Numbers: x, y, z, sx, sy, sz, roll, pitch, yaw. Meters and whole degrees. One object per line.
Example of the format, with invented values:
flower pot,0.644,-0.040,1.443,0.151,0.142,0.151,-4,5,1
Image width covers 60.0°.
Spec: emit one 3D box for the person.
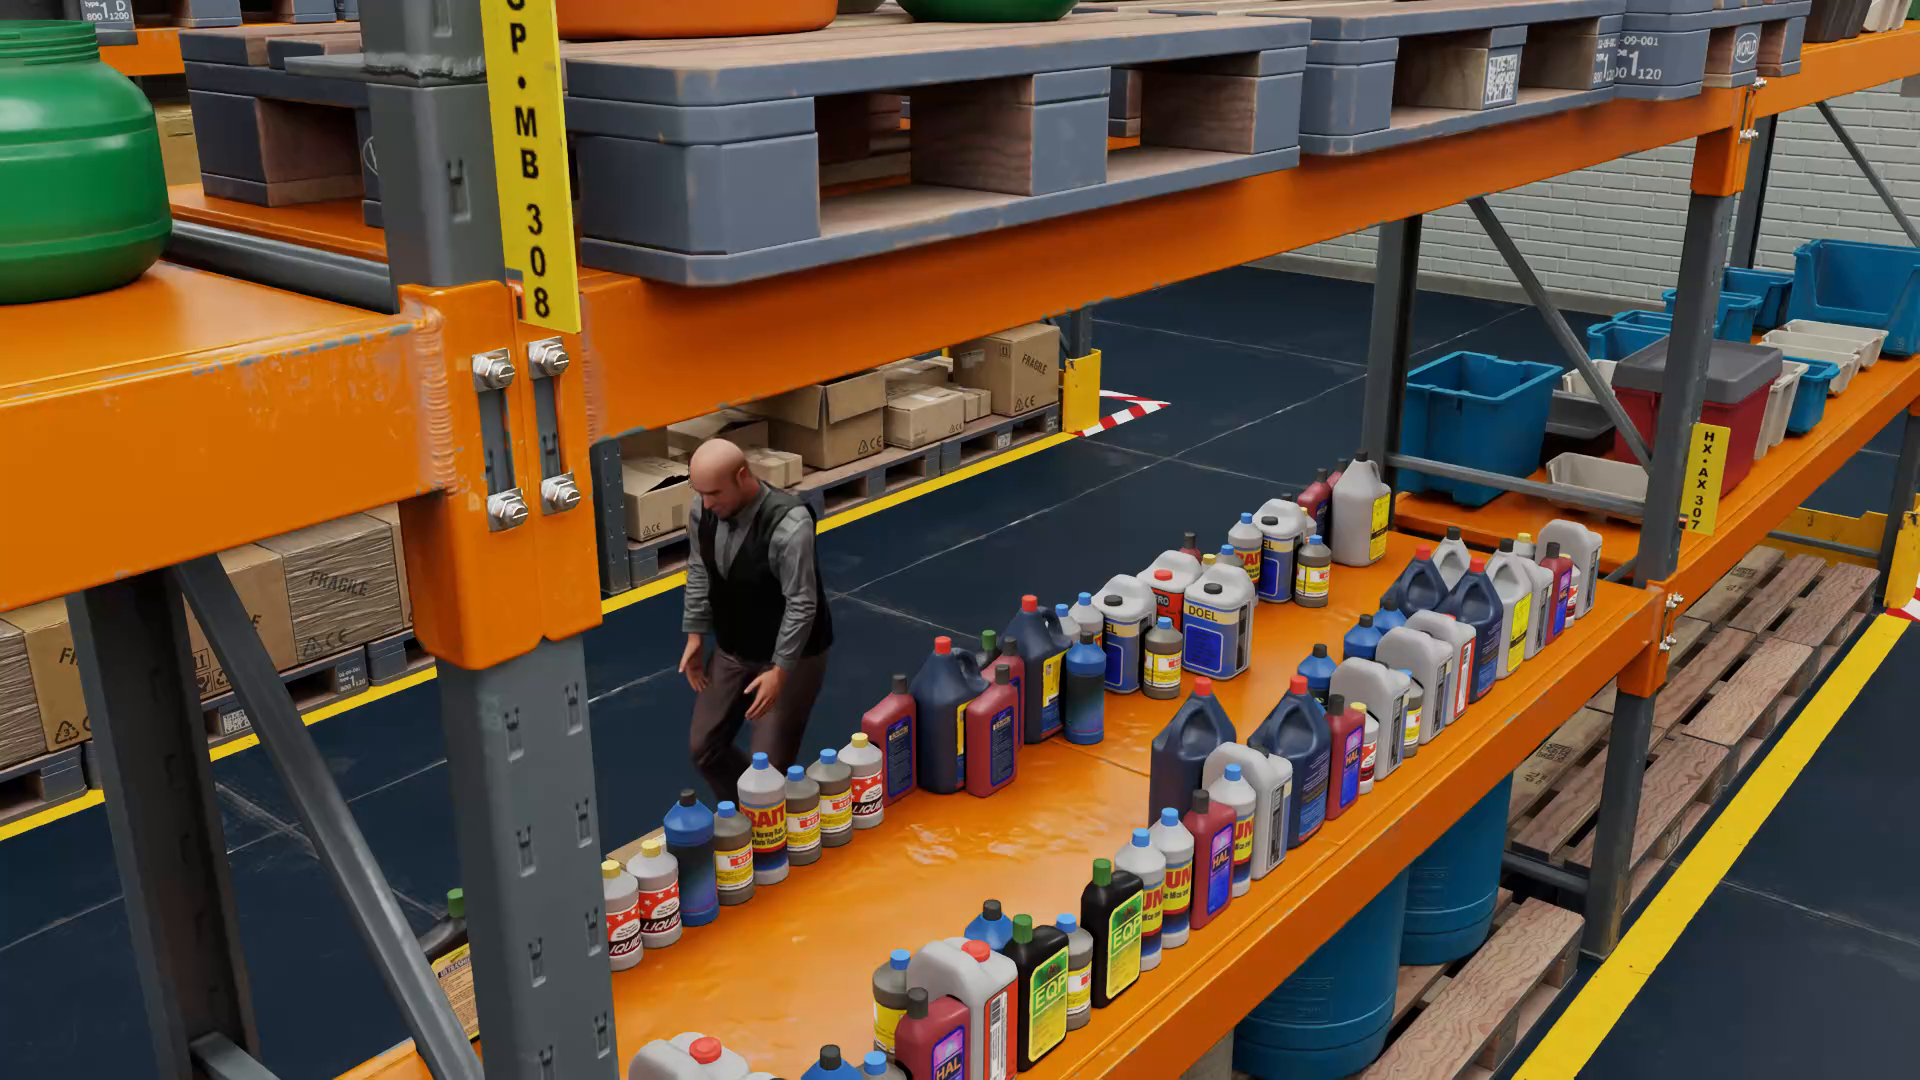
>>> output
person,-0.678,0.400,5.683,0.574,1.617,0.509,16,26,38
